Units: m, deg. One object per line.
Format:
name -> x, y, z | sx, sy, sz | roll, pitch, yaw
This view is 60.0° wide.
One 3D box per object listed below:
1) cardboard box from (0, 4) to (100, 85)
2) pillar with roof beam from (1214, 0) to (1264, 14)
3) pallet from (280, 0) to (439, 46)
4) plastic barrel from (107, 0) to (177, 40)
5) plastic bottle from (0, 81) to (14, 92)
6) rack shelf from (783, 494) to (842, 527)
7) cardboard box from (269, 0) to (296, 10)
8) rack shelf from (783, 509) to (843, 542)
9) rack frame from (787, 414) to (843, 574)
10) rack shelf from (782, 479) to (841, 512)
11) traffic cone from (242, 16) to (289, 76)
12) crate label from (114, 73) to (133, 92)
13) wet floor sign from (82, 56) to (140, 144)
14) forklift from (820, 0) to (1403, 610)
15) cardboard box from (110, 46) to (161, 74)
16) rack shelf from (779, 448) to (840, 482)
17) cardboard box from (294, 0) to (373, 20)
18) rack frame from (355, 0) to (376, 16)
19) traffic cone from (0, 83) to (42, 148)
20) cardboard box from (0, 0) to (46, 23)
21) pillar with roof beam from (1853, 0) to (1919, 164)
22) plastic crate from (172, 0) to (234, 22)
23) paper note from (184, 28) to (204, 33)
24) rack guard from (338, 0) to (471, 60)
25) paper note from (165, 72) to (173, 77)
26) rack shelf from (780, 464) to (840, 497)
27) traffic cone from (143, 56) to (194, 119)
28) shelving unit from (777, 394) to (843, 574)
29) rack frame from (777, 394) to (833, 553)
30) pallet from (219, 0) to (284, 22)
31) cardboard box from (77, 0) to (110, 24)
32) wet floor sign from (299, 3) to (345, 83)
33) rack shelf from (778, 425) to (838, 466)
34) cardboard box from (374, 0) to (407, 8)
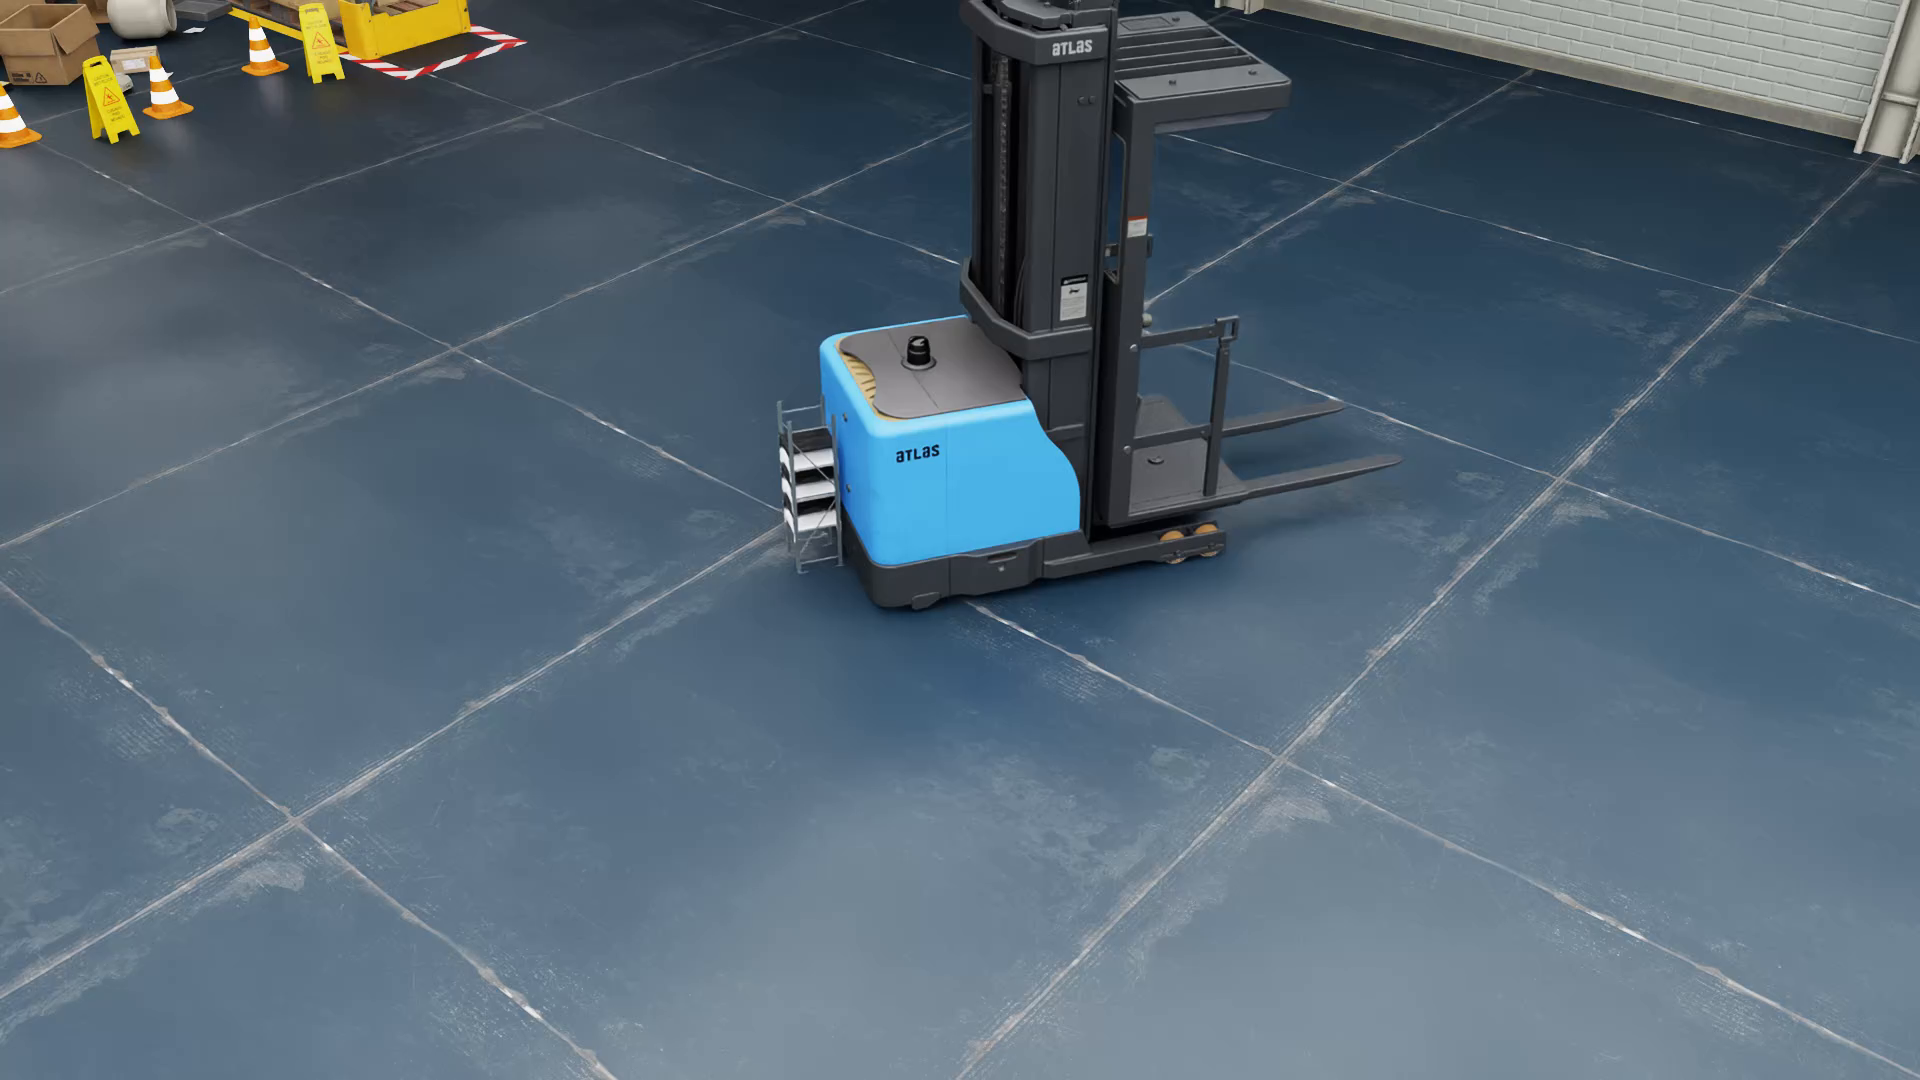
cardboard box -> -8.037, -4.371, 14.671 | 0.637, 0.503, 0.797 | 0, 34, 0
pillar with roof beam -> 0.004, -7.098, 11.136 | 0.400, 9.000, 9.100 | 25, 42, 32
pallet -> -5.727, -5.053, 15.922 | 1.213, 0.211, 1.003 | 25, 42, 32
plastic barrel -> -7.623, -4.893, 15.501 | 0.512, 0.421, 0.421 | -6, 35, -8
plastic bottle -> -8.375, -3.938, 14.431 | 0.283, 0.061, 0.133 | 12, 36, 16
rack shelf -> -0.750, -0.171, 8.422 | 0.258, 0.077, 0.200 | -11, 36, -15
cardboard box -> -6.254, -5.272, 15.835 | 0.500, 0.250, 0.500 | 25, 42, 32
rack shelf -> -0.750, -0.097, 8.473 | 0.258, 0.077, 0.200 | -11, 36, -15
rack frame -> -0.717, -0.218, 8.273 | 0.240, 0.900, 0.006 | -11, 36, -15
rack shelf -> -0.750, -0.245, 8.371 | 0.258, 0.077, 0.200 | -11, 36, -15
traffic cone -> -6.223, -4.414, 14.769 | 0.334, 0.463, 0.336 | 25, 42, 32
crate label -> -7.316, -3.932, 14.354 | 0.298, 0.136, 0.250 | 6, 35, 8
wet floor sign -> -6.868, -3.556, 13.358 | 0.232, 0.644, 0.267 | 18, 38, 24
forklift -> 0.857, -1.358, 8.139 | 3.031, 2.935, 1.130 | -11, 36, -15
cardboard box -> -7.367, -4.286, 14.860 | 0.380, 0.149, 0.250 | -12, 36, -17
rack shelf -> -0.750, -0.394, 8.269 | 0.258, 0.077, 0.200 | -11, 36, -15
cardboard box -> -5.879, -5.090, 15.570 | 0.500, 0.250, 0.500 | 25, 42, 32
rack frame -> -5.067, -5.866, 14.641 | 0.127, 3.000, 1.000 | 25, 42, 32
traffic cone -> -7.656, -3.440, 13.350 | 0.334, 0.463, 0.336 | 25, 42, 32
cardboard box -> -8.761, -4.762, 15.120 | 0.503, 0.637, 0.797 | 25, 42, 32
pillar with roof beam -> 4.615, -4.924, 7.971 | 0.400, 9.000, 9.100 | 25, 42, 32
plastic crate -> -7.459, -5.186, 16.230 | 0.583, 0.080, 0.402 | 12, 36, 16
paper note -> -7.262, -4.840, 15.771 | 0.148, 0.019, 0.142 | 12, 36, 16
rack guard -> -5.126, -4.863, 15.389 | 0.348, 0.500, 1.175 | 25, 42, 32
paper note -> -7.067, -4.118, 14.719 | 0.142, 0.019, 0.148 | 12, 36, 16
rack shelf -> -0.750, -0.319, 8.320 | 0.258, 0.077, 0.200 | -11, 36, -15
traffic cone -> -6.672, -3.808, 13.887 | 0.334, 0.463, 0.336 | 25, 42, 32
shelving unit -> -0.750, -0.273, 8.352 | 0.258, 0.900, 0.210 | -11, 36, -15
rack frame -> -0.782, -0.327, 8.431 | 0.240, 0.900, 0.006 | -11, 36, -15
pallet -> -6.661, -5.495, 16.565 | 1.213, 0.211, 1.003 | 25, 42, 32
cardboard box -> -8.189, -5.305, 16.031 | 0.500, 0.500, 0.500 | -6, 35, -8
wet floor sign -> -5.606, -4.361, 14.530 | 0.267, 0.644, 0.232 | -18, 38, -25
rack shelf -> -0.750, -0.468, 8.218 | 0.258, 0.077, 0.200 | -11, 36, -15
cardboard box -> -5.510, -5.318, 15.902 | 0.500, 0.250, 0.500 | 25, 42, 31
